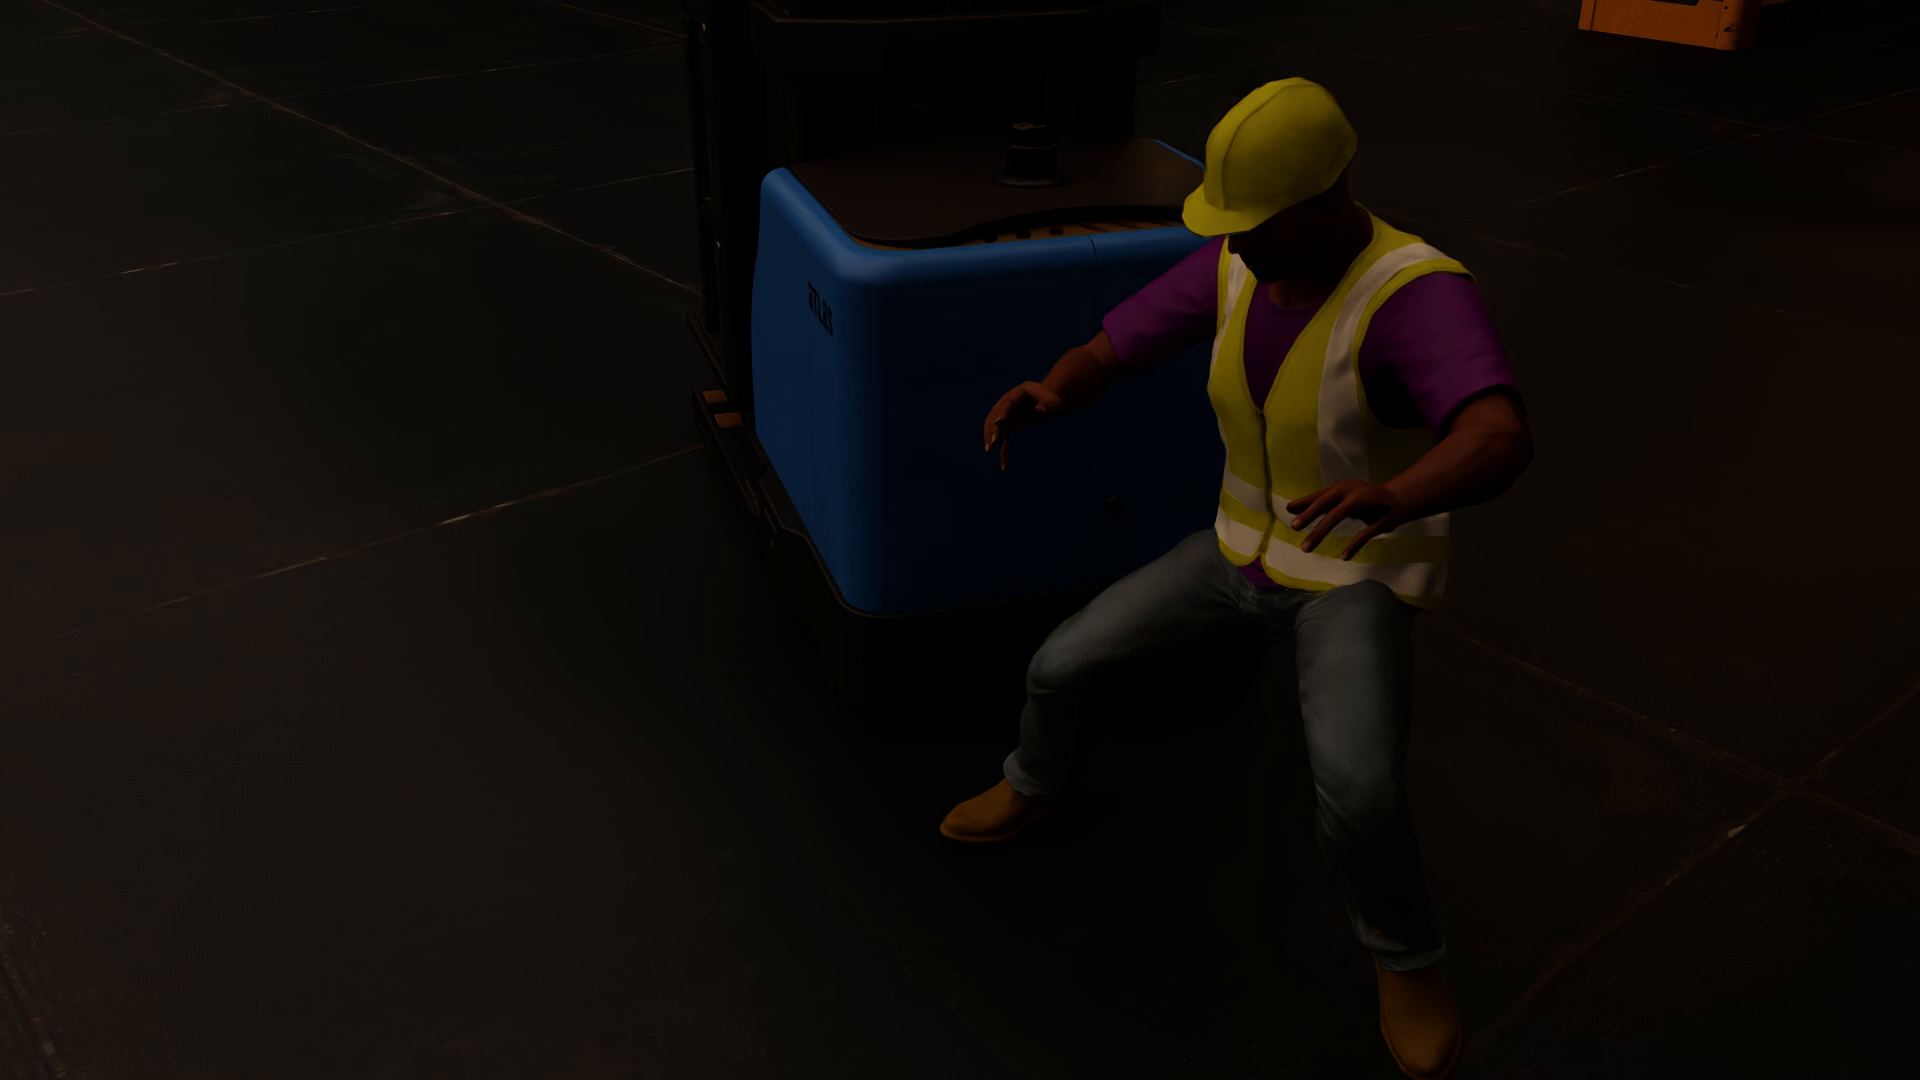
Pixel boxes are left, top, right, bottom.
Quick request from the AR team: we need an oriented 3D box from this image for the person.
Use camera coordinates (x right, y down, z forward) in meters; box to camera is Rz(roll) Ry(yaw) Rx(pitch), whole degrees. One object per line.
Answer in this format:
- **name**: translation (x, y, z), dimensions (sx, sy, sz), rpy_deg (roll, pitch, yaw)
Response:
- **person**: translation (0.450, 0.037, 2.723), dimensions (0.744, 1.521, 1.061), rpy_deg (-16, 31, -30)

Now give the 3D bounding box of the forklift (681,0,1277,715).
- **forklift**: translation (-0.185, -1.571, 4.371), dimensions (1.130, 2.935, 3.031), rpy_deg (-8, 27, -16)
